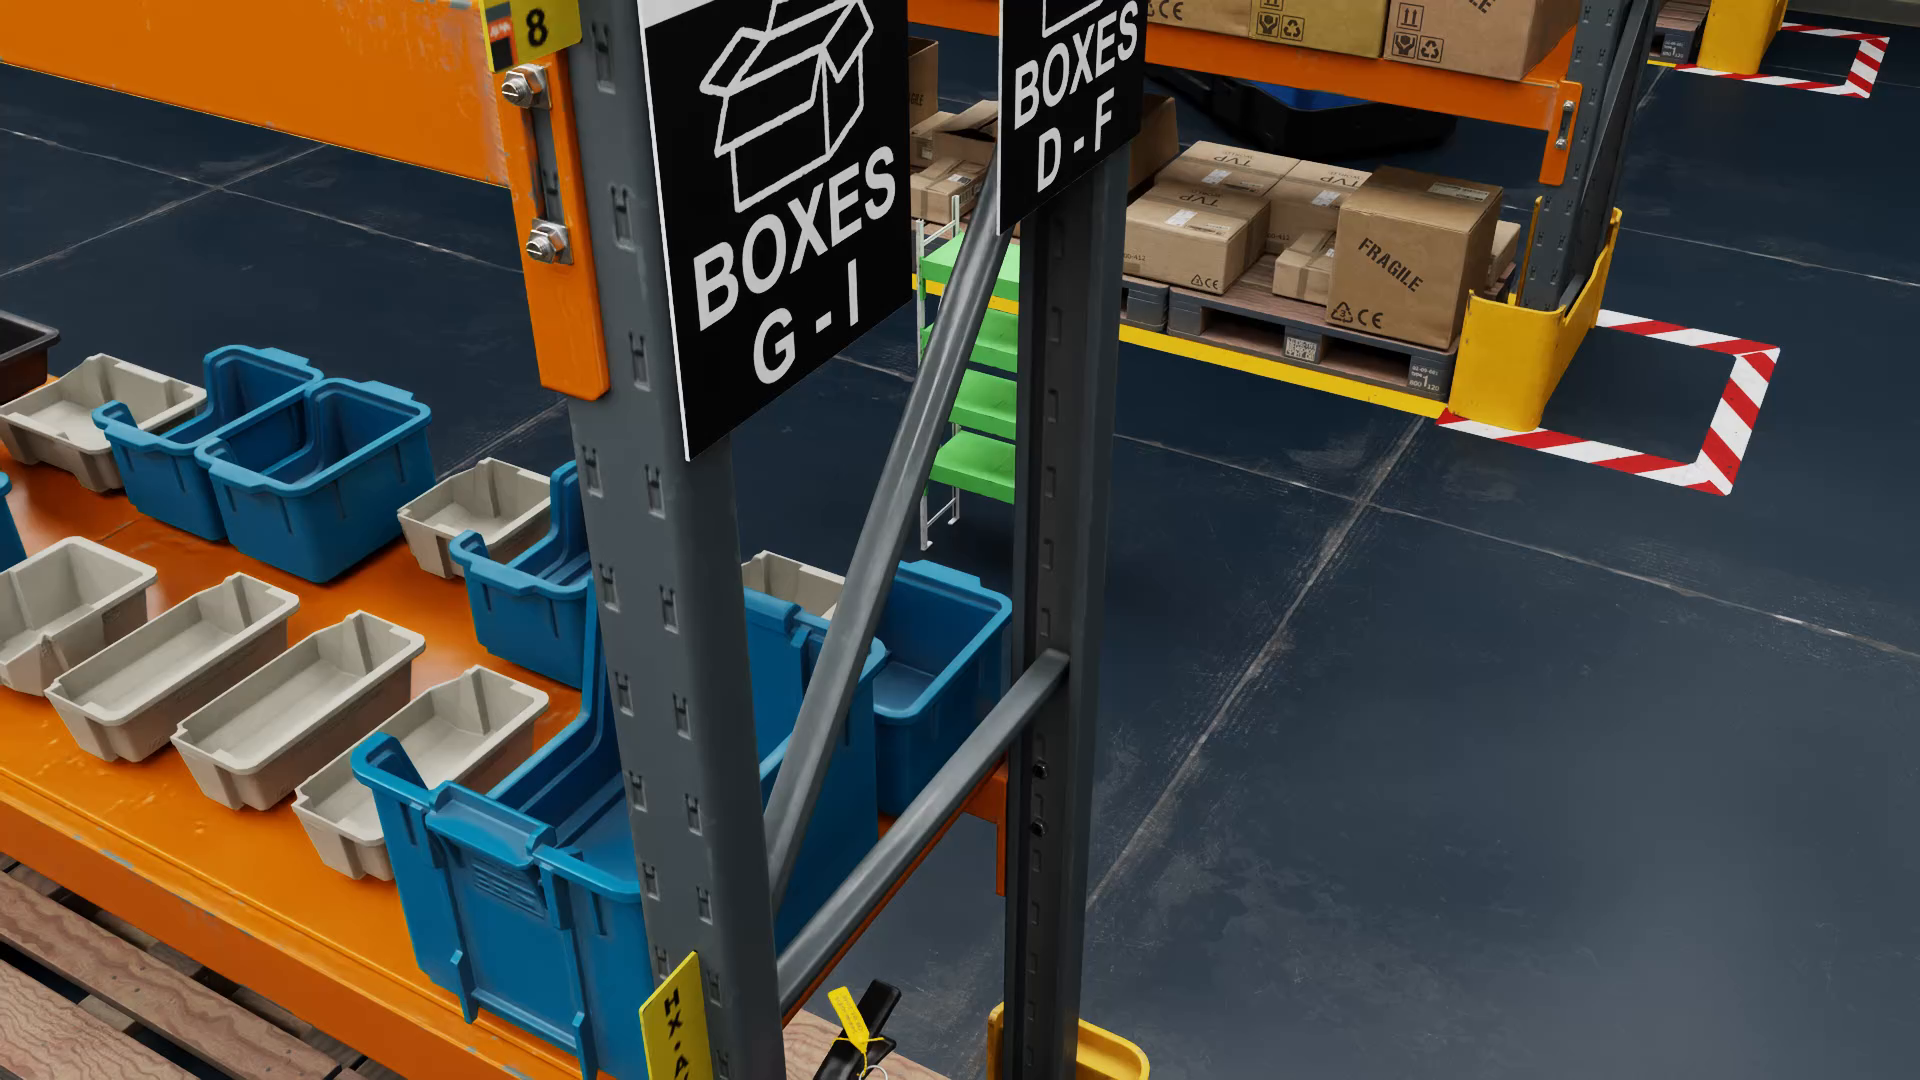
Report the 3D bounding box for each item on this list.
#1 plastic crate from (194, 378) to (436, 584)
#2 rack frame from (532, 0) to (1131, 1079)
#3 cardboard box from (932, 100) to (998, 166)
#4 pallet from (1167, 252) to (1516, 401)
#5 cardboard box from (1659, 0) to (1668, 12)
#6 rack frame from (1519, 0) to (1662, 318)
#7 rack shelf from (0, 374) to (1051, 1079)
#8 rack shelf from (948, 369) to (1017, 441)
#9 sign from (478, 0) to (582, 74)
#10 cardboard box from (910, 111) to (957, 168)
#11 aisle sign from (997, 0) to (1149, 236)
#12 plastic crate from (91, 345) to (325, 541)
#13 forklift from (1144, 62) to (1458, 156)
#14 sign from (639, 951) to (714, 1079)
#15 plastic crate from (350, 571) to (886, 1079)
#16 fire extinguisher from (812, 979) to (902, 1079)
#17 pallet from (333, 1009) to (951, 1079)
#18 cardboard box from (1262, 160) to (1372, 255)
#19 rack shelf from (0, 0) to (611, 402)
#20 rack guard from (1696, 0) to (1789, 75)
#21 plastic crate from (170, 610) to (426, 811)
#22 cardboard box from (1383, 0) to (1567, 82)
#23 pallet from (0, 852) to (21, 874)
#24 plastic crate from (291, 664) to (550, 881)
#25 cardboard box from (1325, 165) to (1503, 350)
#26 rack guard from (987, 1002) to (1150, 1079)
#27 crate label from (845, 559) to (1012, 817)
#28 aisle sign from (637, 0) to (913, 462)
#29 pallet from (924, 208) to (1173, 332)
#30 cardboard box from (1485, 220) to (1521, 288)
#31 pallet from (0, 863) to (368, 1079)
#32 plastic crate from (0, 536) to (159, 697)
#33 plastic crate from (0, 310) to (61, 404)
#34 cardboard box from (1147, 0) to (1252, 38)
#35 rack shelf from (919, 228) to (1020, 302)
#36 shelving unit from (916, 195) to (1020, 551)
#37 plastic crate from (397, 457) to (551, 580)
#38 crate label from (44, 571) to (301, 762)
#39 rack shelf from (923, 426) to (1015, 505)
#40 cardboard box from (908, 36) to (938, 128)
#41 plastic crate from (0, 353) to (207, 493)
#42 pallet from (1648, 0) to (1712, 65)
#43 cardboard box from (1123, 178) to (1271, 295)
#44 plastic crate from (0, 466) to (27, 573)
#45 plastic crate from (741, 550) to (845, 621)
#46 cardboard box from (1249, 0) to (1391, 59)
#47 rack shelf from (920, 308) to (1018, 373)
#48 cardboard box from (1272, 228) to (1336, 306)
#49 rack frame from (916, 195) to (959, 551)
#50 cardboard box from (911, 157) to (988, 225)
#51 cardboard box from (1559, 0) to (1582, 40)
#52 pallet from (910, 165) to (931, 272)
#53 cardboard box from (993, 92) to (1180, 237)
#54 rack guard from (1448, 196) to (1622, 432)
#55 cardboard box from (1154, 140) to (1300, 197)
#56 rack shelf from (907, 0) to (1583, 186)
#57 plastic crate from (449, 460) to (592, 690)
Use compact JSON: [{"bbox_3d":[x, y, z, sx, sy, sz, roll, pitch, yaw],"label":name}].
[{"bbox_3d":[-1.262,-0.117,3.316,0.300,0.233,0.416,18,37,24],"label":"plastic crate"},{"bbox_3d":[-0.069,0.428,2.400,0.053,2.616,0.949,18,37,24],"label":"rack frame"},{"bbox_3d":[0.207,-1.893,7.916,0.500,0.311,0.500,18,37,24],"label":"cardboard box"},{"bbox_3d":[1.635,-1.035,7.114,1.213,0.211,1.003,18,37,24],"label":"pallet"},{"bbox_3d":[4.191,-3.619,10.355,0.500,0.500,0.700,18,37,24],"label":"cardboard box"},{"bbox_3d":[2.393,-1.956,5.981,0.127,3.000,1.000,18,37,24],"label":"rack frame"},{"bbox_3d":[-1.804,0.176,3.428,4.000,0.370,1.077,18,37,24],"label":"rack shelf"},{"bbox_3d":[0.144,-0.401,5.384,0.480,0.148,0.258,18,37,24],"label":"rack shelf"},{"bbox_3d":[-0.327,-0.509,1.196,0.005,0.325,0.100,18,37,24],"label":"sign"},{"bbox_3d":[-0.089,-1.958,8.159,0.250,0.149,0.380,18,37,24],"label":"cardboard box"},{"bbox_3d":[0.142,-0.778,1.867,0.004,0.787,0.394,18,37,24],"label":"aisle sign"},{"bbox_3d":[-1.523,-0.199,3.440,0.300,0.233,0.416,18,37,24],"label":"plastic crate"},{"bbox_3d":[1.649,-4.014,9.133,1.130,2.935,3.031,-12,36,-18],"label":"forklift"},{"bbox_3d":[-0.327,0.628,1.953,0.005,0.325,0.100,18,37,24],"label":"sign"},{"bbox_3d":[-0.451,0.385,2.380,0.499,0.435,0.616,18,37,24],"label":"plastic crate"},{"bbox_3d":[-0.162,0.874,2.137,0.183,0.674,0.296,18,37,24],"label":"fire extinguisher"},{"bbox_3d":[-0.765,1.342,3.544,1.213,0.211,1.003,18,37,24],"label":"pallet"},{"bbox_3d":[1.628,-1.418,7.257,0.500,0.250,0.500,18,37,24],"label":"cardboard box"},{"bbox_3d":[-1.804,-1.072,2.597,4.000,0.370,1.077,18,37,24],"label":"rack shelf"},{"bbox_3d":[4.869,-3.294,10.245,0.348,0.500,1.175,18,37,24],"label":"rack guard"},{"bbox_3d":[-1.110,0.288,2.795,0.243,0.136,0.396,18,37,24],"label":"plastic crate"},{"bbox_3d":[1.869,-1.990,5.941,0.500,0.500,0.500,19,38,26],"label":"cardboard box"},{"bbox_3d":[-2.883,0.671,4.552,1.213,0.211,1.003,18,37,24],"label":"pallet"},{"bbox_3d":[-0.866,0.374,2.665,0.243,0.136,0.396,18,37,24],"label":"plastic crate"},{"bbox_3d":[1.799,-1.130,6.598,0.500,0.500,0.500,18,37,24],"label":"cardboard box"},{"bbox_3d":[-0.040,1.468,3.095,0.348,0.500,1.175,18,37,24],"label":"rack guard"},{"bbox_3d":[-0.119,0.245,2.772,0.303,0.233,0.416,18,37,24],"label":"crate label"},{"bbox_3d":[-0.151,-0.494,1.441,0.004,0.787,0.394,18,37,24],"label":"aisle sign"},{"bbox_3d":[0.579,-1.371,7.618,1.213,0.211,1.003,18,37,24],"label":"pallet"},{"bbox_3d":[2.200,-1.233,7.070,0.250,0.149,0.380,18,37,24],"label":"cardboard box"},{"bbox_3d":[-1.820,1.006,4.049,1.213,0.211,1.003,18,37,24],"label":"pallet"},{"bbox_3d":[-1.630,0.150,3.002,0.250,0.136,0.298,18,37,24],"label":"plastic crate"},{"bbox_3d":[-2.436,-0.405,3.846,0.590,0.125,0.437,18,37,24],"label":"plastic crate"},{"bbox_3d":[0.987,-2.270,6.363,0.500,0.500,0.500,18,38,25],"label":"cardboard box"},{"bbox_3d":[0.144,-0.800,5.118,0.480,0.148,0.258,18,37,24],"label":"rack shelf"},{"bbox_3d":[0.144,-0.454,5.349,0.503,1.200,0.258,18,37,24],"label":"shelving unit"},{"bbox_3d":[-0.945,-0.029,3.272,0.298,0.136,0.250,18,37,24],"label":"plastic crate"},{"bbox_3d":[-1.364,0.223,2.893,0.243,0.136,0.396,18,37,24],"label":"crate label"},{"bbox_3d":[0.144,-0.201,5.518,0.480,0.148,0.258,18,37,24],"label":"rack shelf"},{"bbox_3d":[-0.444,-2.178,8.173,0.500,0.500,0.500,18,37,24],"label":"cardboard box"},{"bbox_3d":[-1.880,-0.254,3.609,0.466,0.136,0.293,18,37,24],"label":"plastic crate"},{"bbox_3d":[4.115,-3.362,10.609,1.213,0.211,1.003,18,37,24],"label":"pallet"},{"bbox_3d":[0.989,-1.301,7.082,0.500,0.250,0.500,18,37,24],"label":"cardboard box"},{"bbox_3d":[-1.978,0.030,3.095,0.300,0.233,0.416,18,37,24],"label":"plastic crate"},{"bbox_3d":[-0.356,0.157,2.991,0.298,0.136,0.250,18,37,24],"label":"plastic crate"},{"bbox_3d":[1.417,-2.131,6.153,0.500,0.500,0.500,18,38,25],"label":"cardboard box"},{"bbox_3d":[0.144,-0.600,5.251,0.480,0.148,0.258,18,37,24],"label":"rack shelf"},{"bbox_3d":[1.492,-1.145,6.923,0.250,0.166,0.380,18,37,24],"label":"cardboard box"},{"bbox_3d":[-0.068,-0.521,5.450,0.015,1.200,0.240,18,37,24],"label":"rack frame"},{"bbox_3d":[-0.067,-1.607,7.616,0.250,0.166,0.380,18,37,24],"label":"cardboard box"},{"bbox_3d":[2.139,-2.246,6.327,0.500,0.500,0.500,18,38,25],"label":"cardboard box"},{"bbox_3d":[-0.484,-1.706,8.121,1.213,0.211,1.003,18,37,24],"label":"pallet"},{"bbox_3d":[0.554,-1.686,7.431,0.637,0.503,0.797,18,37,24],"label":"cardboard box"},{"bbox_3d":[2.327,-0.936,6.705,0.348,0.500,1.175,18,37,24],"label":"rack guard"},{"bbox_3d":[1.194,-1.556,7.464,0.500,0.250,0.500,18,37,24],"label":"cardboard box"},{"bbox_3d":[0.657,-2.206,7.006,4.000,0.370,1.077,18,37,24],"label":"rack shelf"},{"bbox_3d":[-0.690,0.064,3.044,0.300,0.233,0.416,18,37,24],"label":"plastic crate"}]
